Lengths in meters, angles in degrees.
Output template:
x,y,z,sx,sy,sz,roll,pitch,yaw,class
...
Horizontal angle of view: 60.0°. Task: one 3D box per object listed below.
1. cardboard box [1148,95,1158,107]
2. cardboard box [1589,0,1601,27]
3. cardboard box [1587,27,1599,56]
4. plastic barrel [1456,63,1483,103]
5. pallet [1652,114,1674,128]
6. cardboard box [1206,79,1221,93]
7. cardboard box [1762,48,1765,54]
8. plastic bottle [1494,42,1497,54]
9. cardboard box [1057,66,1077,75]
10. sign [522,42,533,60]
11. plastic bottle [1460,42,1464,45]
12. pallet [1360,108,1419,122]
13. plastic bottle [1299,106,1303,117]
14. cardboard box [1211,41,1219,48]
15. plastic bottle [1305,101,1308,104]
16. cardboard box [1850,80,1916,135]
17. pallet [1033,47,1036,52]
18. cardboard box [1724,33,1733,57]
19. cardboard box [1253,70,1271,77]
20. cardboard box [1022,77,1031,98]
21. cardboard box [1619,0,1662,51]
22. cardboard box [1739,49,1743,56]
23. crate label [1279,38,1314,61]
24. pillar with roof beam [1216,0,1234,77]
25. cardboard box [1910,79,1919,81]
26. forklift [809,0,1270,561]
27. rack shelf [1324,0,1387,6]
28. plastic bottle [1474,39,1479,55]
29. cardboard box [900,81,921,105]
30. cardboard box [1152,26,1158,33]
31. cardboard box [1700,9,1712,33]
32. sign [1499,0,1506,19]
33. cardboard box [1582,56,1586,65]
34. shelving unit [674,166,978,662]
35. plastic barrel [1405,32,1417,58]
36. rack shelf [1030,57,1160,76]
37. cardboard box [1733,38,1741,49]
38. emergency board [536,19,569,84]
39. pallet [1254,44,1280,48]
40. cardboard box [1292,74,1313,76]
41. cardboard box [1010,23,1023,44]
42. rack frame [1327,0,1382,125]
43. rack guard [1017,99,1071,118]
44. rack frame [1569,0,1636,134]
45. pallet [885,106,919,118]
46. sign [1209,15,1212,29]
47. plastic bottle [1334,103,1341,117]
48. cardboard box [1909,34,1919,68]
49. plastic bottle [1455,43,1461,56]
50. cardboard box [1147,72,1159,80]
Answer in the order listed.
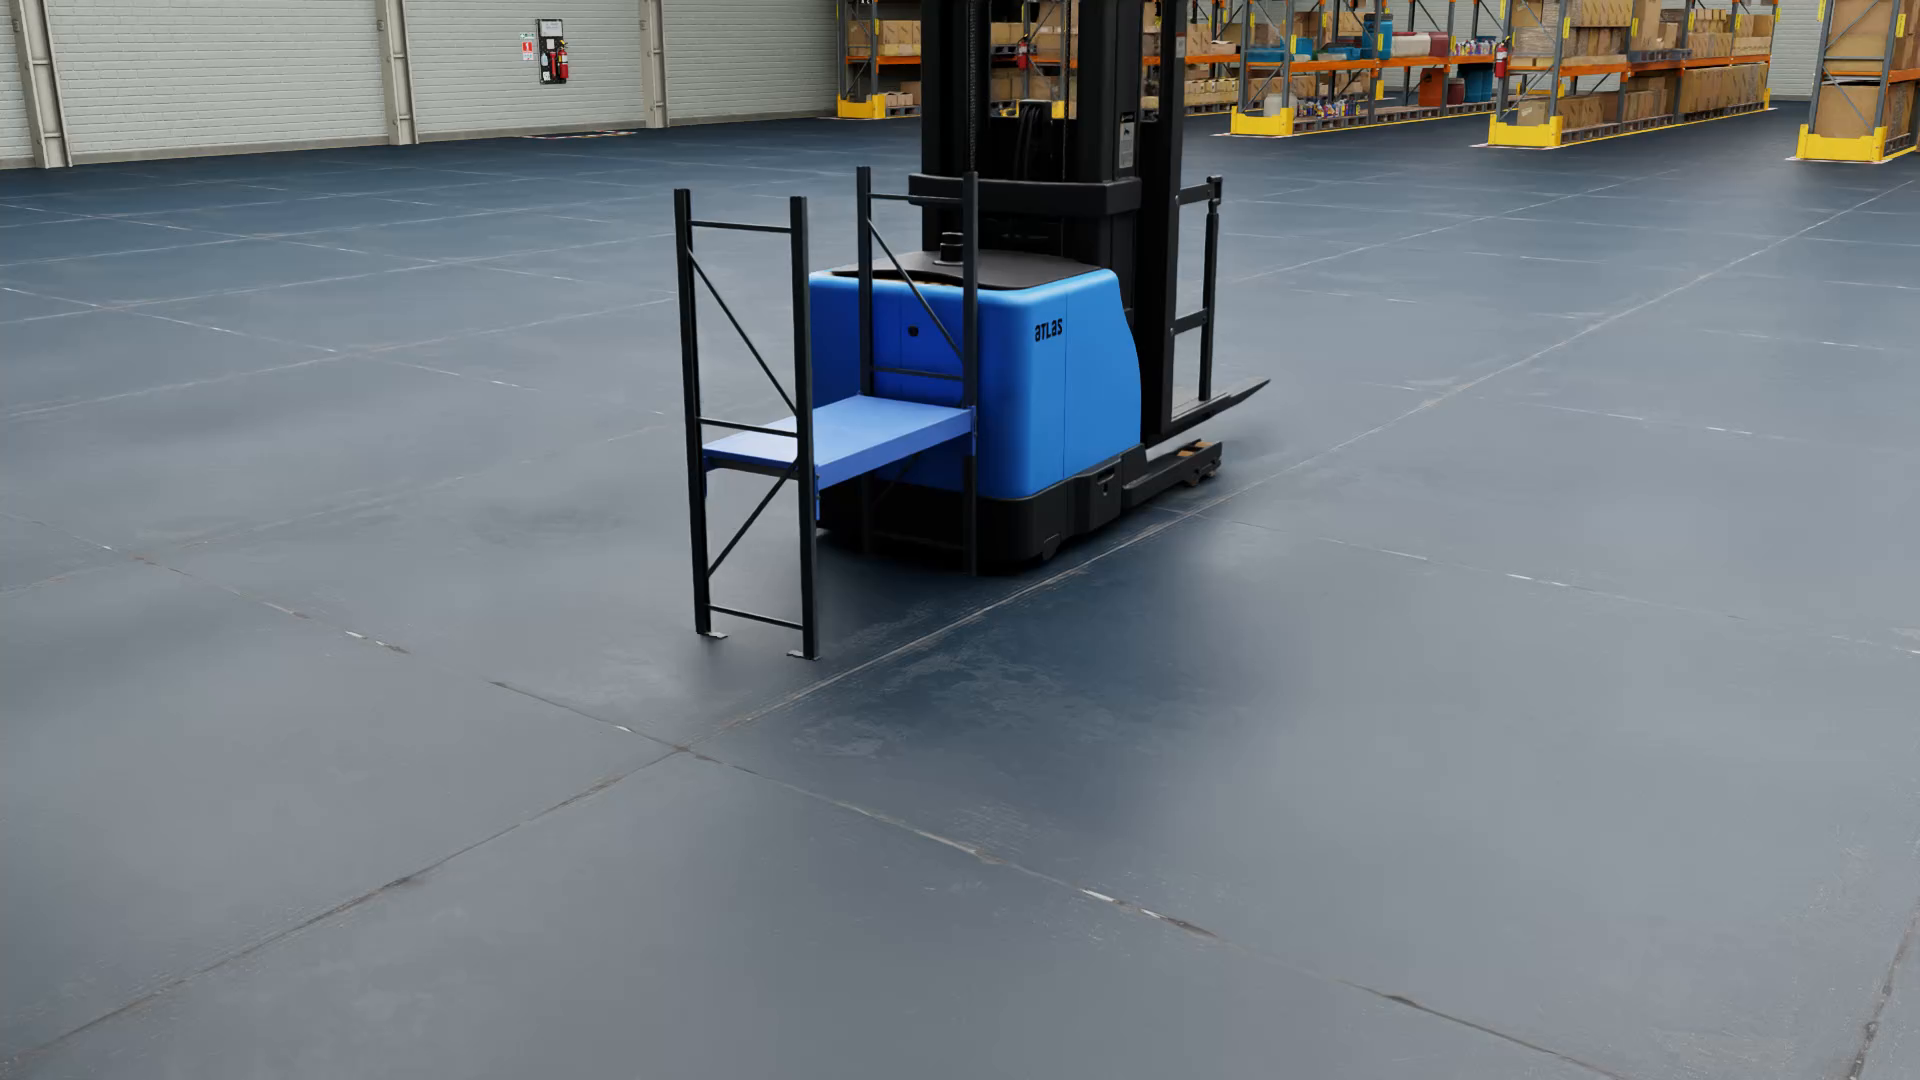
x,y,z,sx,sy,sz,roll,pitch,yaw,class
4.554,-9.878,37.422,0.500,0.250,0.500,12,21,33,cardboard box
10.831,-9.221,29.024,0.500,0.500,0.500,12,21,35,cardboard box
10.876,-8.919,29.735,0.875,0.500,0.500,12,21,35,cardboard box
12.097,-10.870,39.521,0.600,0.901,0.708,12,21,35,plastic barrel
13.984,-8.622,34.151,1.003,0.211,1.213,12,21,35,pallet
5.776,-10.633,38.909,0.500,0.311,0.500,12,21,34,cardboard box
18.965,-11.660,39.656,0.380,0.149,0.250,12,21,35,cardboard box
12.664,-11.670,39.475,0.152,0.276,0.135,12,21,35,plastic bottle
3.061,-12.091,43.538,0.750,0.750,0.750,12,21,34,cardboard box
-8.018,-9.072,30.839,0.001,0.329,0.234,12,21,35,sign
11.845,-11.618,39.306,0.152,0.276,0.135,12,21,35,plastic bottle
9.253,-9.216,36.064,1.003,0.211,1.213,12,21,35,pallet
6.815,-8.568,33.254,0.097,0.201,0.097,0,17,0,plastic bottle
5.809,-11.669,39.414,0.500,0.311,0.500,12,21,34,cardboard box
7.032,-8.779,33.794,0.061,0.283,0.133,14,22,37,plastic bottle
15.560,-7.334,28.179,0.875,0.875,0.875,13,21,36,cardboard box
2.178,-12.485,42.213,1.213,0.211,1.003,12,21,35,pallet
16.775,-10.980,36.875,0.500,0.500,0.500,12,21,35,cardboard box
7.503,-11.788,41.854,0.500,0.250,0.500,12,21,34,cardboard box
1.456,-11.375,41.790,0.700,0.500,0.500,12,21,34,cardboard box
12.654,-9.838,31.647,1.000,1.000,1.000,13,21,35,cardboard box
17.591,-11.109,37.883,0.380,0.149,0.250,13,22,36,cardboard box
6.586,-9.612,32.579,0.502,0.435,0.616,12,21,35,crate label
11.655,-17.571,48.152,9.100,9.000,0.400,12,21,35,pillar with roof beam
18.571,-8.813,32.307,0.500,0.250,0.500,12,21,33,cardboard box
0.556,-1.703,7.286,1.130,2.935,3.031,10,20,30,forklift
10.073,-14.409,44.240,1.077,0.370,4.000,12,21,35,rack shelf
11.916,-11.405,38.494,0.144,0.351,0.185,12,21,35,plastic bottle
-0.948,-10.327,38.413,0.700,0.500,0.500,11,20,31,cardboard box
4.124,-11.193,36.467,0.380,0.149,0.250,12,21,35,cardboard box
15.685,-11.153,35.741,0.797,0.503,0.637,13,22,36,cardboard box
9.251,-9.041,28.313,0.100,0.325,0.005,12,21,35,sign
10.785,-8.439,29.283,0.380,0.149,0.250,12,21,35,cardboard box
-0.421,-0.488,5.786,0.538,1.500,1.048,10,20,30,shelving unit
9.531,-10.594,35.570,0.433,0.535,0.433,0,17,0,plastic barrel
2.923,-10.118,35.481,1.077,0.370,4.000,12,21,35,rack shelf
17.325,-11.228,37.594,0.500,0.250,0.500,12,21,34,cardboard box
-7.605,-9.168,31.210,0.194,1.169,0.643,12,21,35,emergency board
7.653,-12.263,41.499,1.003,0.211,1.213,12,21,35,pallet
8.993,-12.046,43.948,0.500,0.500,0.500,12,21,35,cardboard box
1.170,-12.480,40.962,0.700,0.500,0.500,16,24,42,cardboard box
8.090,-10.062,34.087,1.000,3.000,0.127,12,21,35,rack frame
1.717,-8.786,34.193,1.175,0.500,0.348,12,21,35,rack guard
12.068,-9.187,31.268,1.000,3.000,0.127,12,21,35,rack frame
-1.692,-9.733,37.731,1.003,0.211,1.213,12,21,35,pallet
6.056,-12.499,40.118,0.100,0.325,0.005,12,21,35,sign
7.531,-8.606,33.250,0.152,0.276,0.135,13,21,36,plastic bottle
15.471,-8.133,27.622,0.875,0.550,0.550,12,21,35,cardboard box
11.267,-11.111,37.676,0.152,0.276,0.135,12,21,35,plastic bottle
5.428,-12.885,46.684,0.700,0.500,0.500,13,21,35,cardboard box
